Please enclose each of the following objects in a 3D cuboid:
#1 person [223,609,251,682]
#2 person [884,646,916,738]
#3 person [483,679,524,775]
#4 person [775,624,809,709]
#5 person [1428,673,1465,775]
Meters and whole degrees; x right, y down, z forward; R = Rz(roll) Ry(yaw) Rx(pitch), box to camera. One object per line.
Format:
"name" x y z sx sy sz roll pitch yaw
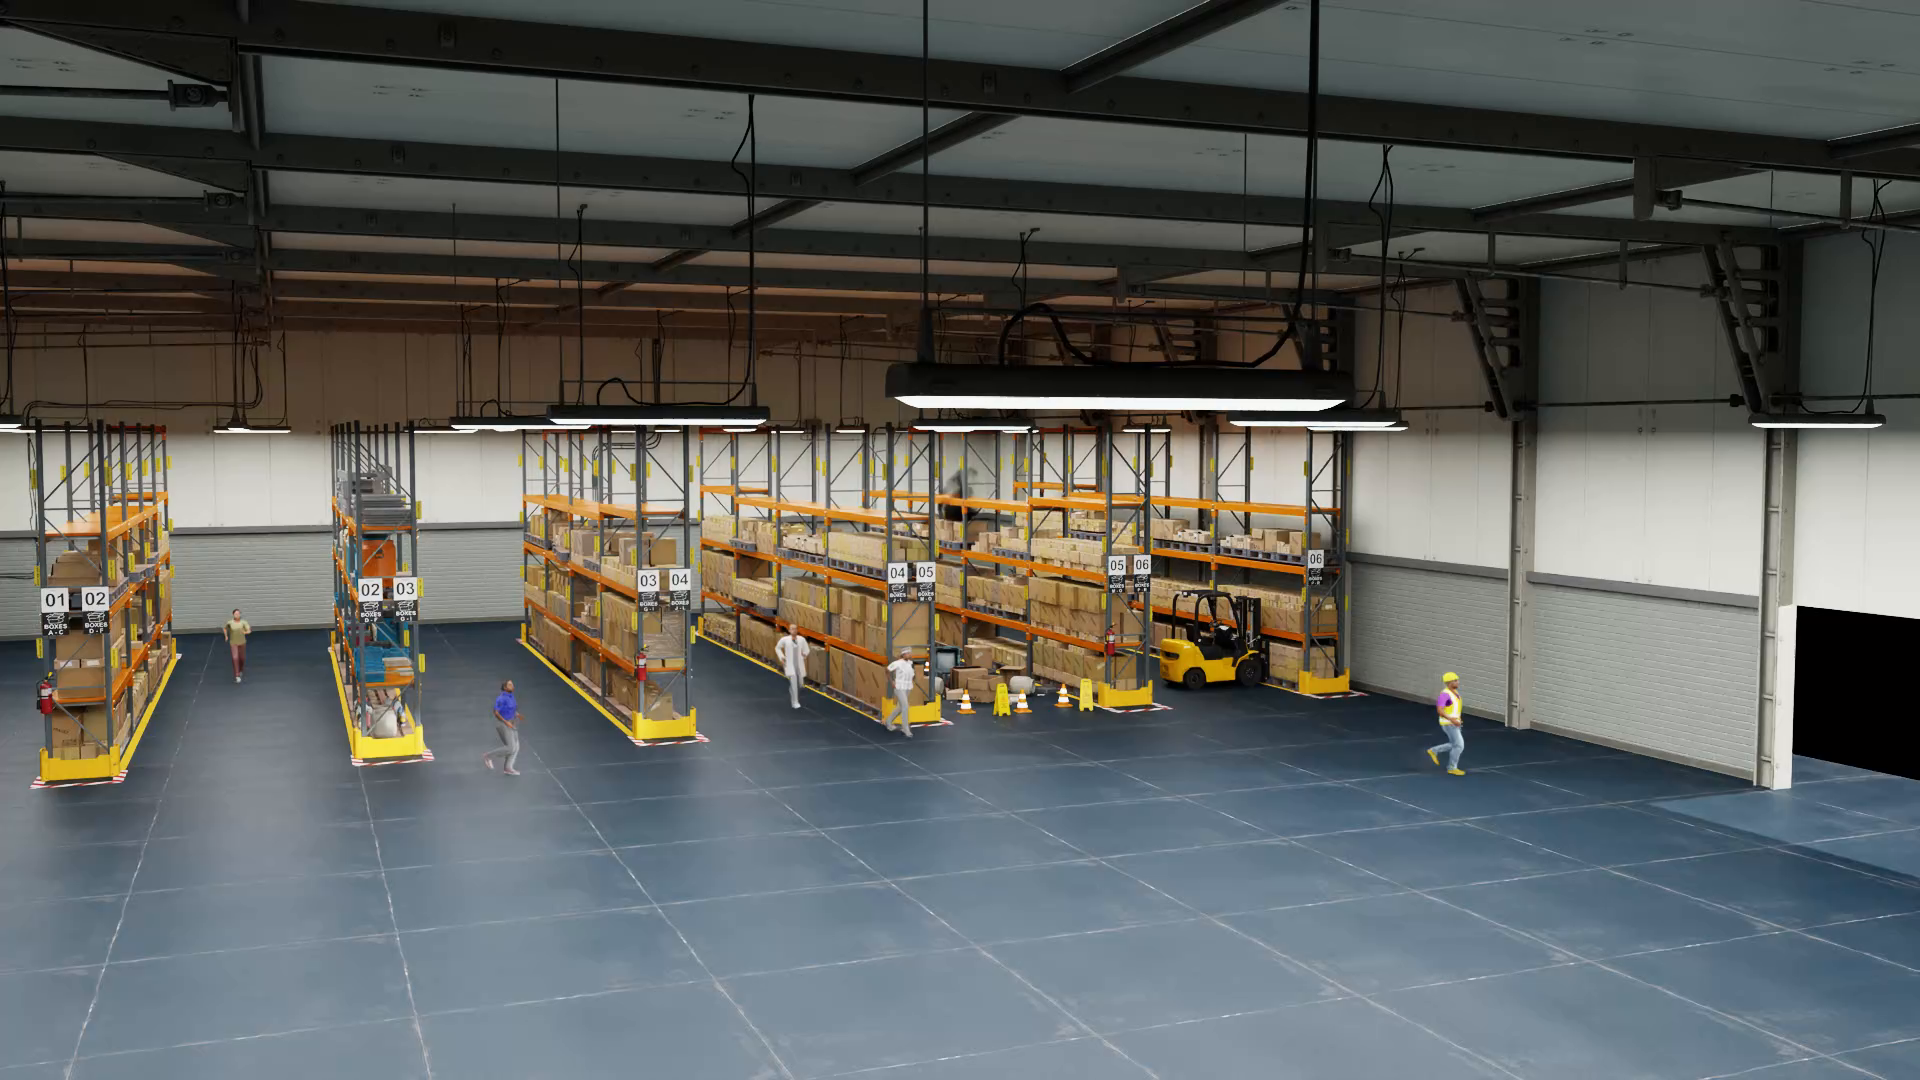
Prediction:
"person" -16.847 2.438 38.797 0.572 1.660 0.966 -2 4 -31
"person" -1.098 2.896 31.961 0.863 1.720 0.587 3 5 41
"person" -7.719 3.164 28.174 0.611 1.631 0.577 0 4 7
"person" -3.523 2.653 35.134 0.720 1.746 0.912 -1 4 -22
"person" 8.245 3.094 28.167 0.665 1.722 0.722 2 4 30
